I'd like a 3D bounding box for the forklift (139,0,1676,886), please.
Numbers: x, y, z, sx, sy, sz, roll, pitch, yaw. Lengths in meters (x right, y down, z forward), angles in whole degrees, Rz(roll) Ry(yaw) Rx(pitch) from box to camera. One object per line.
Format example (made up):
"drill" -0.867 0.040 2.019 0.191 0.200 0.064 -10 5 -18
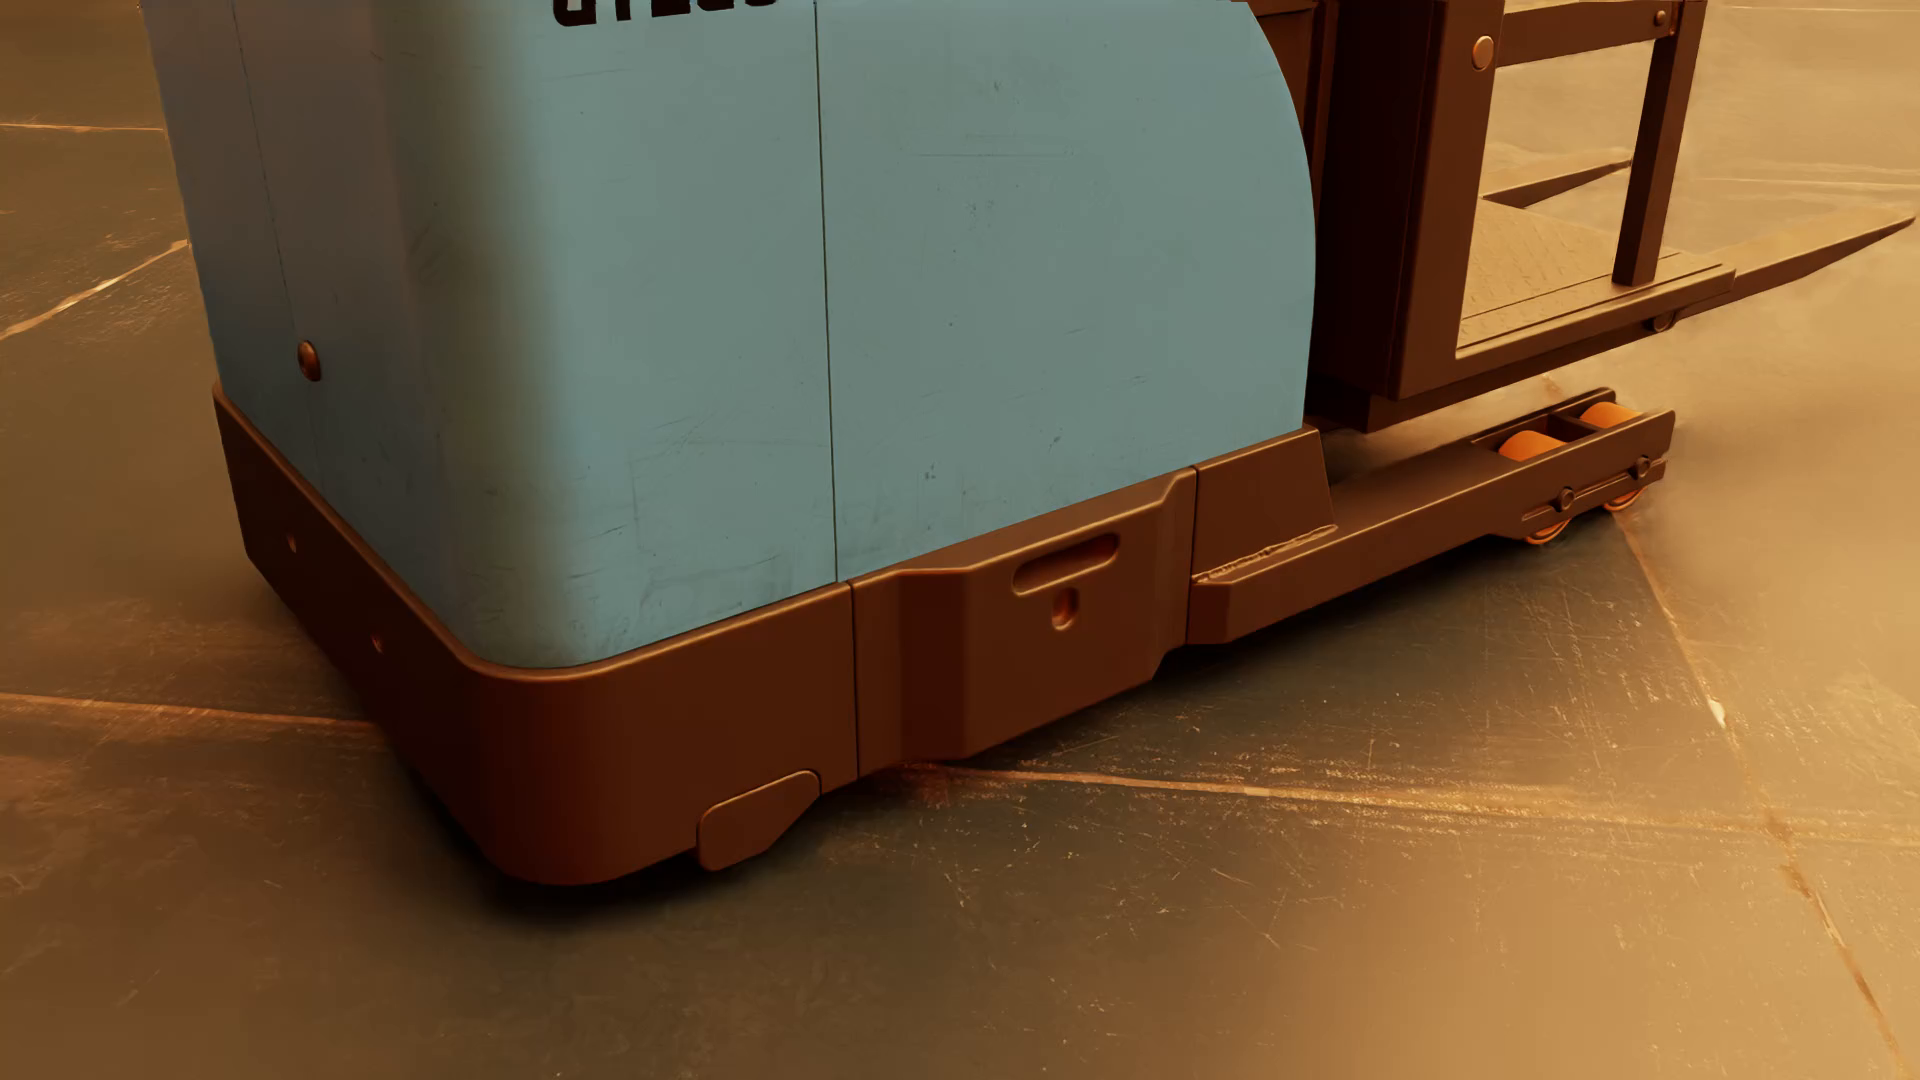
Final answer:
"forklift" 0.486 -1.476 2.175 3.031 2.935 1.130 -18 32 -32
